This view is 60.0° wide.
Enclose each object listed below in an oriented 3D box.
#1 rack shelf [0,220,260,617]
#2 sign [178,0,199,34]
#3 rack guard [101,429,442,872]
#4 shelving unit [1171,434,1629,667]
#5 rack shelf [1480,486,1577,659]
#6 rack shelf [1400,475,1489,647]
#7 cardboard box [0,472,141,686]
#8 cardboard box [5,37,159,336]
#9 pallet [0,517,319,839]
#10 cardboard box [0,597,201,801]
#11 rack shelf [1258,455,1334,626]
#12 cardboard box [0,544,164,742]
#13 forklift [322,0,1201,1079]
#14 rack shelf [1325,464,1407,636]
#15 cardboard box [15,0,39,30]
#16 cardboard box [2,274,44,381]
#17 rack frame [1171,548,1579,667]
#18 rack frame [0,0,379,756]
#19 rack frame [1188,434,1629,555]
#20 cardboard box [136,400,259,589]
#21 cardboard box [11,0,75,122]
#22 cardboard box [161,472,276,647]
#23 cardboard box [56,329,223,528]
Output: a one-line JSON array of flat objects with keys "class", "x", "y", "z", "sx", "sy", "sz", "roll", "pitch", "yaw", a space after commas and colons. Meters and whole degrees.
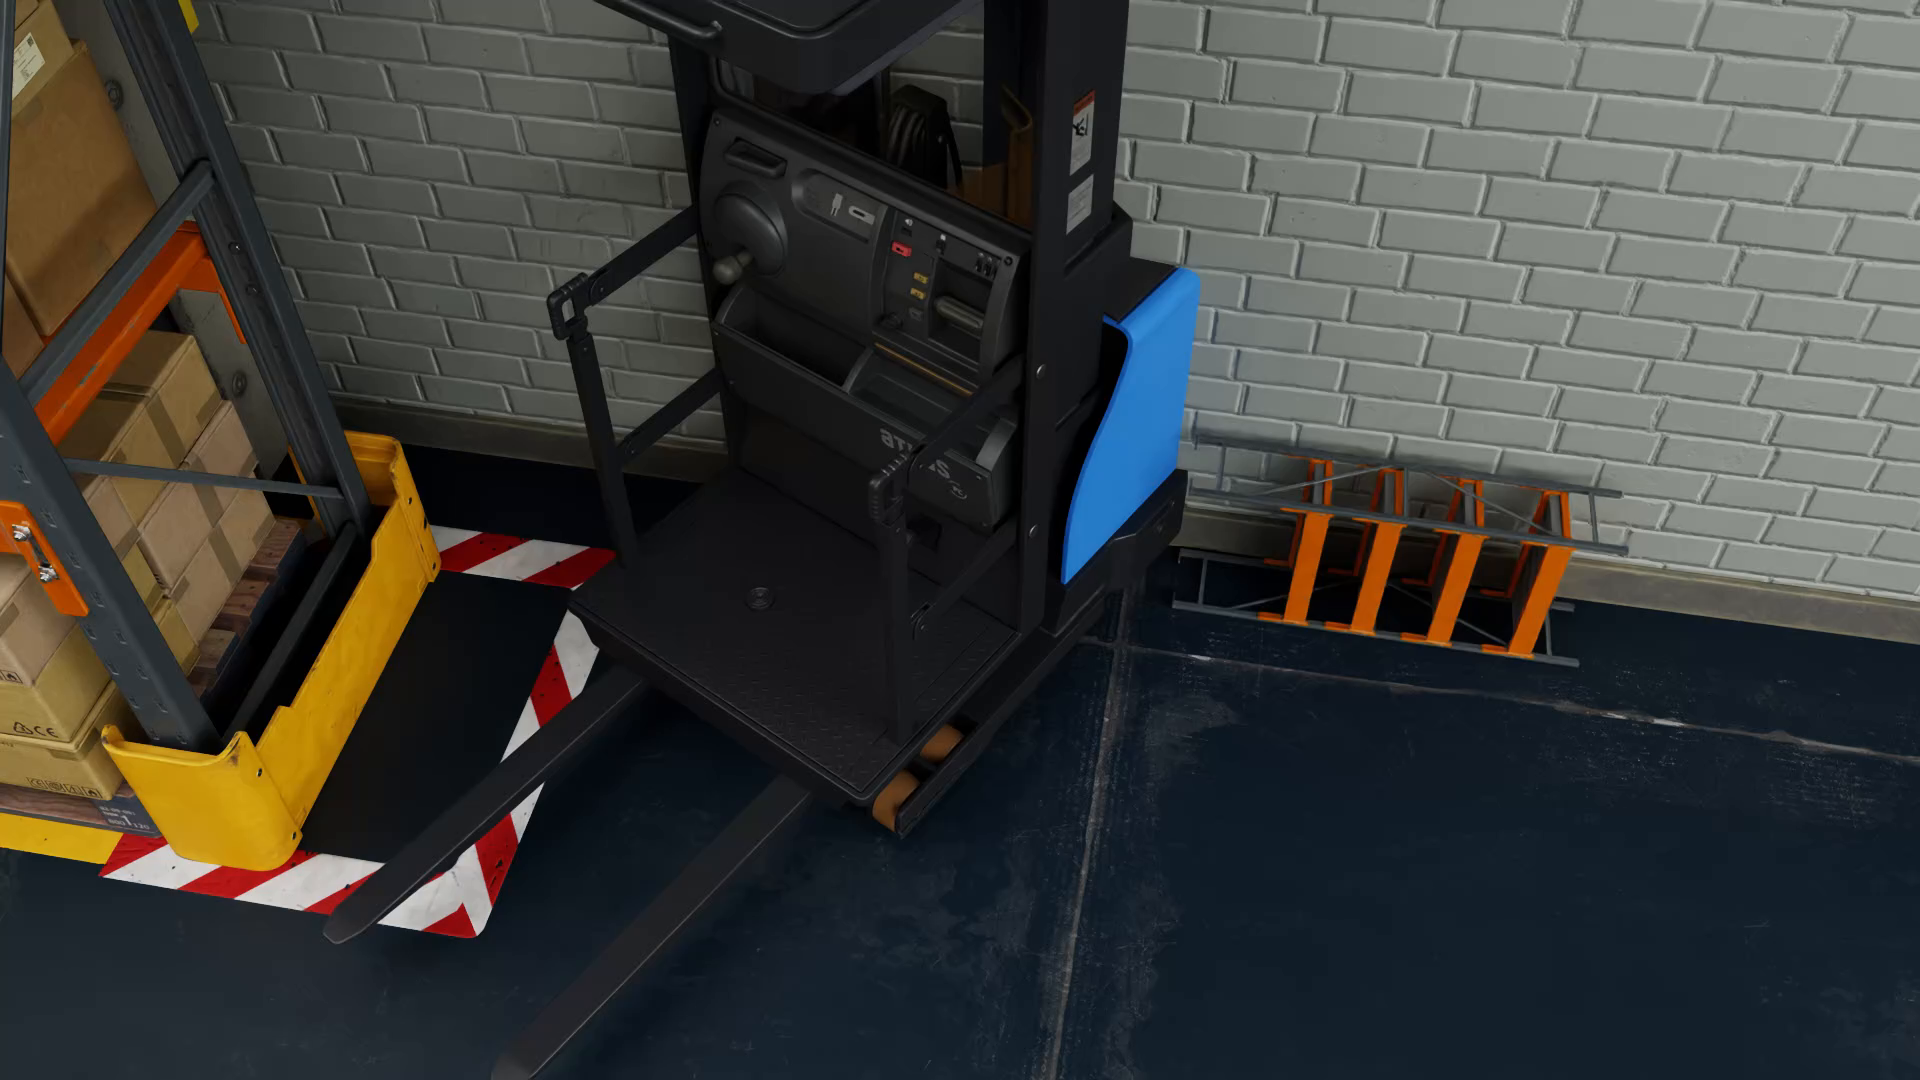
[{"class": "rack shelf", "x": -3.870, "y": -0.585, "z": 4.243, "sx": 4.000, "sy": 0.370, "sz": 1.077, "roll": 8, "pitch": 49, "yaw": 7}, {"class": "sign", "x": -1.797, "y": -1.282, "z": 3.750, "sx": 0.005, "sy": 0.325, "sz": 0.100, "roll": 8, "pitch": 49, "yaw": 7}, {"class": "rack guard", "x": -1.878, "y": 0.278, "z": 4.664, "sx": 0.348, "sy": 0.500, "sz": 1.175, "roll": 8, "pitch": 49, "yaw": 7}, {"class": "shelving unit", "x": 1.255, "y": 0.034, "z": 4.869, "sx": 1.200, "sy": 0.503, "sz": 0.258, "roll": 8, "pitch": 47, "yaw": 7}, {"class": "rack shelf", "x": 1.641, "y": 0.089, "z": 4.819, "sx": 0.148, "sy": 0.480, "sz": 0.258, "roll": 8, "pitch": 47, "yaw": 7}, {"class": "rack shelf", "x": 1.408, "y": 0.056, "z": 4.849, "sx": 0.148, "sy": 0.480, "sz": 0.258, "roll": 8, "pitch": 47, "yaw": 7}, {"class": "cardboard box", "x": -2.410, "y": 0.051, "z": 4.082, "sx": 0.500, "sy": 0.250, "sz": 0.500, "roll": 9, "pitch": 49, "yaw": 8}, {"class": "cardboard box", "x": -2.340, "y": -0.863, "z": 3.942, "sx": 0.500, "sy": 0.500, "sz": 0.500, "roll": 9, "pitch": 49, "yaw": 8}, {"class": "pallet", "x": -2.661, "y": 0.300, "z": 4.838, "sx": 1.213, "sy": 0.211, "sz": 1.003, "roll": 8, "pitch": 49, "yaw": 7}, {"class": "cardboard box", "x": -2.420, "y": 0.387, "z": 4.452, "sx": 0.500, "sy": 0.250, "sz": 0.500, "roll": 8, "pitch": 49, "yaw": 7}, {"class": "rack shelf", "x": 0.994, "y": -0.004, "z": 4.903, "sx": 0.148, "sy": 0.480, "sz": 0.258, "roll": 8, "pitch": 47, "yaw": 7}, {"class": "cardboard box", "x": -2.436, "y": 0.215, "z": 4.270, "sx": 0.500, "sy": 0.250, "sz": 0.500, "roll": 7, "pitch": 48, "yaw": 6}, {"class": "forklift", "x": -0.384, "y": -0.608, "z": 3.826, "sx": 1.130, "sy": 2.935, "sz": 3.031, "roll": 30, "pitch": 55, "yaw": 24}, {"class": "rack shelf", "x": 1.189, "y": 0.024, "z": 4.878, "sx": 0.148, "sy": 0.480, "sz": 0.258, "roll": 8, "pitch": 47, "yaw": 7}, {"class": "cardboard box", "x": -2.194, "y": -1.111, "z": 3.529, "sx": 0.250, "sy": 0.149, "sz": 0.380, "roll": 7, "pitch": 48, "yaw": 6}, {"class": "cardboard box", "x": -2.432, "y": -0.467, "z": 3.586, "sx": 0.500, "sy": 0.500, "sz": 0.500, "roll": 7, "pitch": 48, "yaw": 6}, {"class": "rack frame", "x": 1.254, "y": 0.200, "z": 5.048, "sx": 1.200, "sy": 0.015, "sz": 0.240, "roll": 8, "pitch": 47, "yaw": 7}, {"class": "rack frame", "x": -1.901, "y": -0.561, "z": 3.738, "sx": 0.127, "sy": 3.000, "sz": 1.000, "roll": 8, "pitch": 49, "yaw": 7}, {"class": "rack frame", "x": 1.256, "y": -0.133, "z": 4.691, "sx": 1.200, "sy": 0.015, "sz": 0.240, "roll": 8, "pitch": 47, "yaw": 7}, {"class": "cardboard box", "x": -2.327, "y": -0.164, "z": 4.611, "sx": 0.500, "sy": 0.250, "sz": 0.500, "roll": 8, "pitch": 49, "yaw": 8}, {"class": "cardboard box", "x": -2.189, "y": -1.046, "z": 3.670, "sx": 0.250, "sy": 0.149, "sz": 0.380, "roll": 7, "pitch": 48, "yaw": 6}, {"class": "cardboard box", "x": -2.350, "y": 0.010, "z": 4.791, "sx": 0.500, "sy": 0.250, "sz": 0.500, "roll": 8, "pitch": 49, "yaw": 7}, {"class": "cardboard box", "x": -2.341, "y": -0.319, "z": 4.414, "sx": 0.500, "sy": 0.250, "sz": 0.500, "roll": 7, "pitch": 48, "yaw": 6}]
